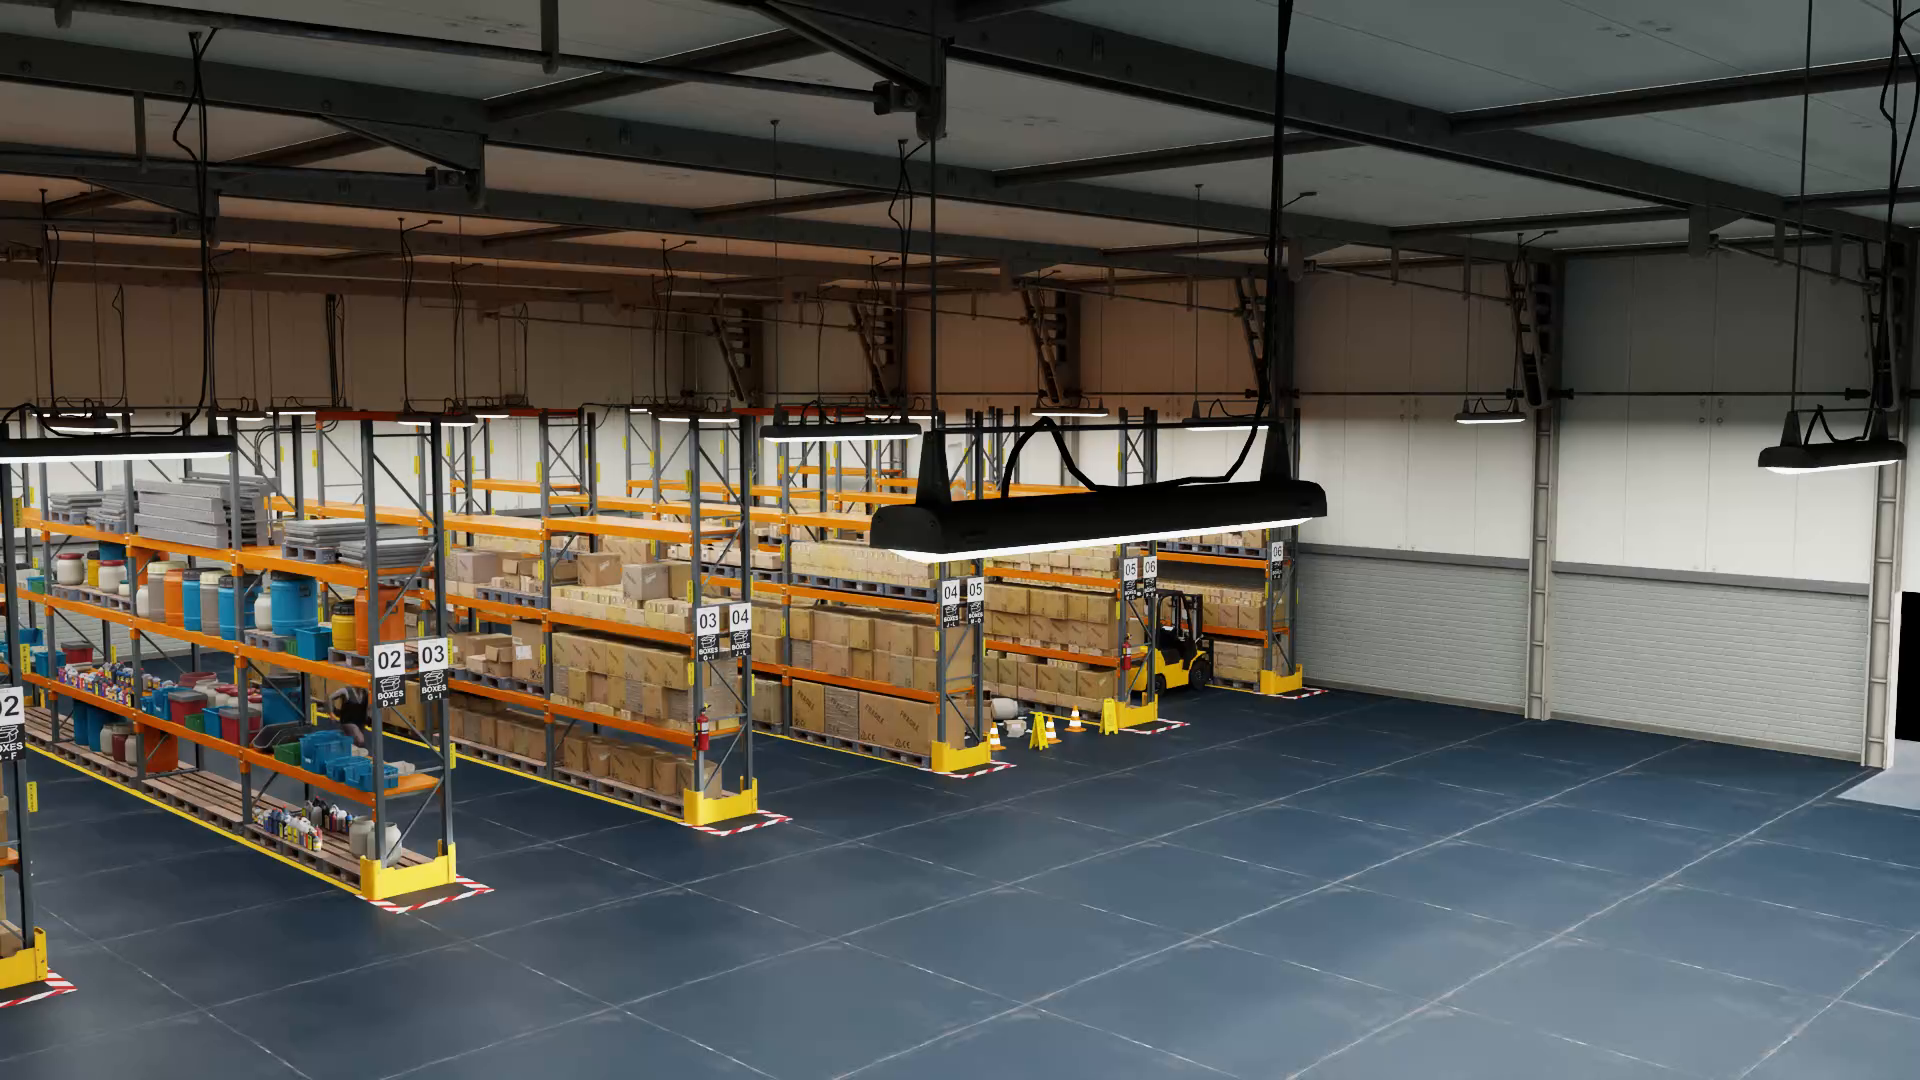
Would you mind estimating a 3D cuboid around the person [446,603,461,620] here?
[{"bbox_3d":[-12.462,1.900,40.829,0.596,1.679,0.842,0,5,3],"label":"person"}]

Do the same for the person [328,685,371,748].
[{"bbox_3d":[-10.000,3.051,27.428,0.821,1.724,0.681,4,6,37],"label":"person"}]
